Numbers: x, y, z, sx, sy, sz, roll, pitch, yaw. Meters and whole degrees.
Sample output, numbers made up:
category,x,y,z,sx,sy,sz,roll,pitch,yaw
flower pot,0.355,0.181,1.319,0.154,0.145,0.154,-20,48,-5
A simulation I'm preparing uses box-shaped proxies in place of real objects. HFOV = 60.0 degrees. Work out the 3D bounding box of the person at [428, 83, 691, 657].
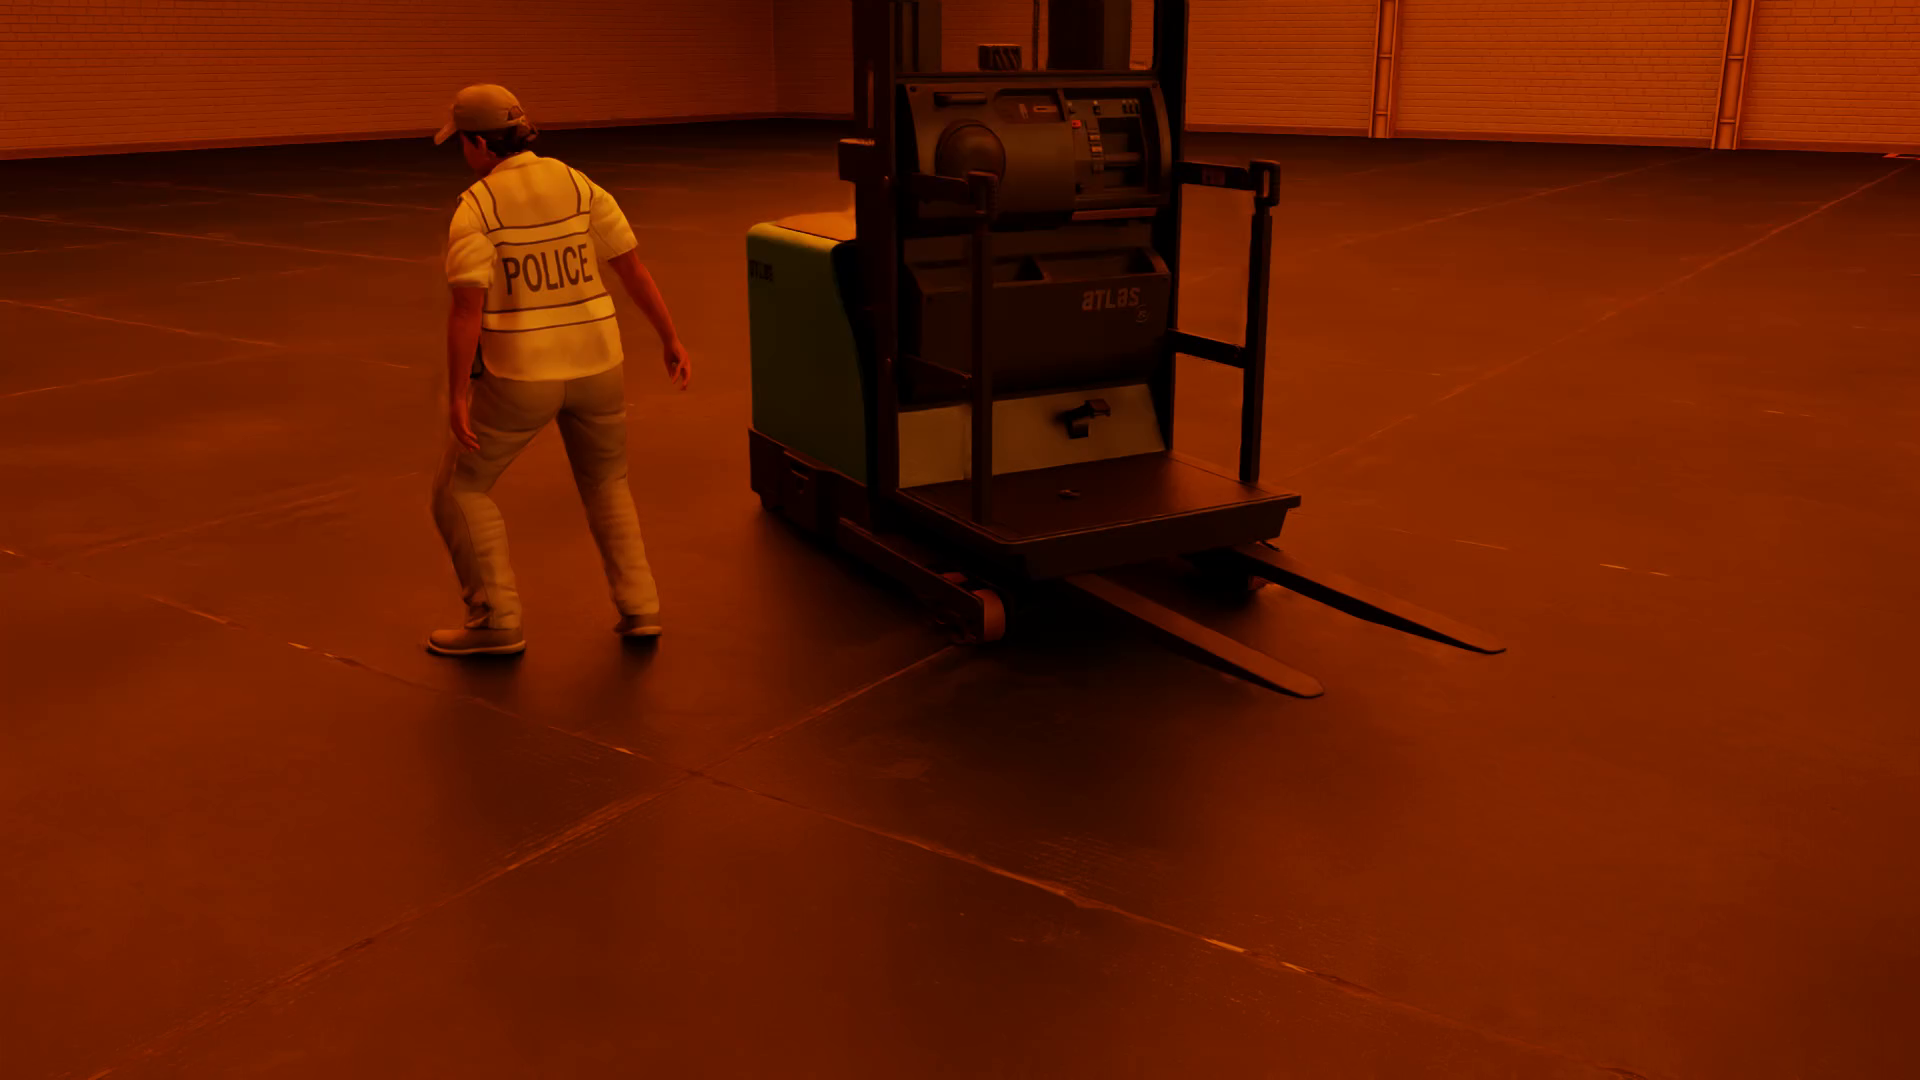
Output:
category,x,y,z,sx,sy,sz,roll,pitch,yaw
person,-1.175,-0.464,4.805,0.817,1.652,0.498,-11,20,-34

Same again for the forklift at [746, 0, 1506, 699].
category,x,y,z,sx,sy,sz,roll,pitch,yaw
forklift,0.362,-1.244,4.992,1.130,2.935,3.031,-9,19,-28
